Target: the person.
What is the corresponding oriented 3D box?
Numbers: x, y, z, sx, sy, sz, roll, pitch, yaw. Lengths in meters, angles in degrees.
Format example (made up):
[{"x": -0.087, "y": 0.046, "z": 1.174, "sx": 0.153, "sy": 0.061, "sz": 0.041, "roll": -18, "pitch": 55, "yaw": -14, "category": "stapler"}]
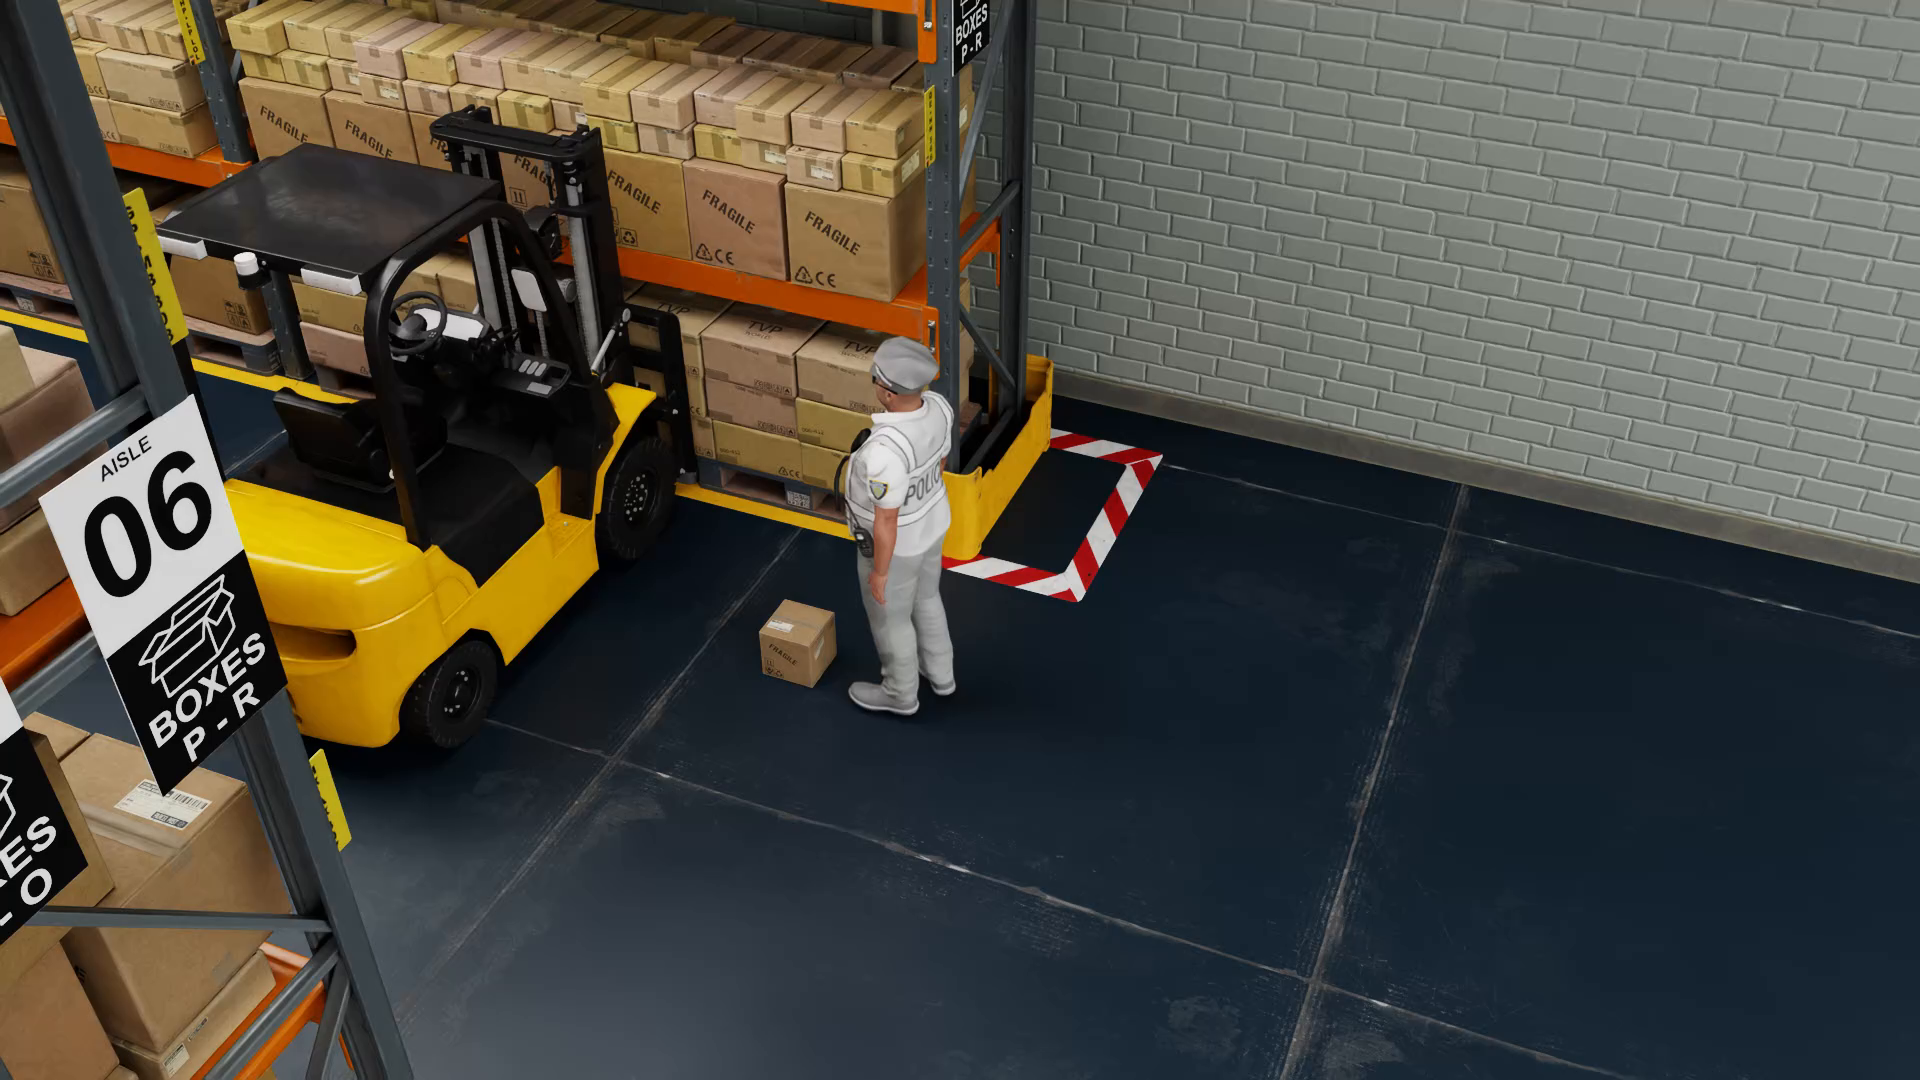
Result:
[{"x": -0.244, "y": -0.039, "z": 6.821, "sx": 0.419, "sy": 1.778, "sz": 0.564, "roll": 19, "pitch": 41, "yaw": 23, "category": "person"}]
